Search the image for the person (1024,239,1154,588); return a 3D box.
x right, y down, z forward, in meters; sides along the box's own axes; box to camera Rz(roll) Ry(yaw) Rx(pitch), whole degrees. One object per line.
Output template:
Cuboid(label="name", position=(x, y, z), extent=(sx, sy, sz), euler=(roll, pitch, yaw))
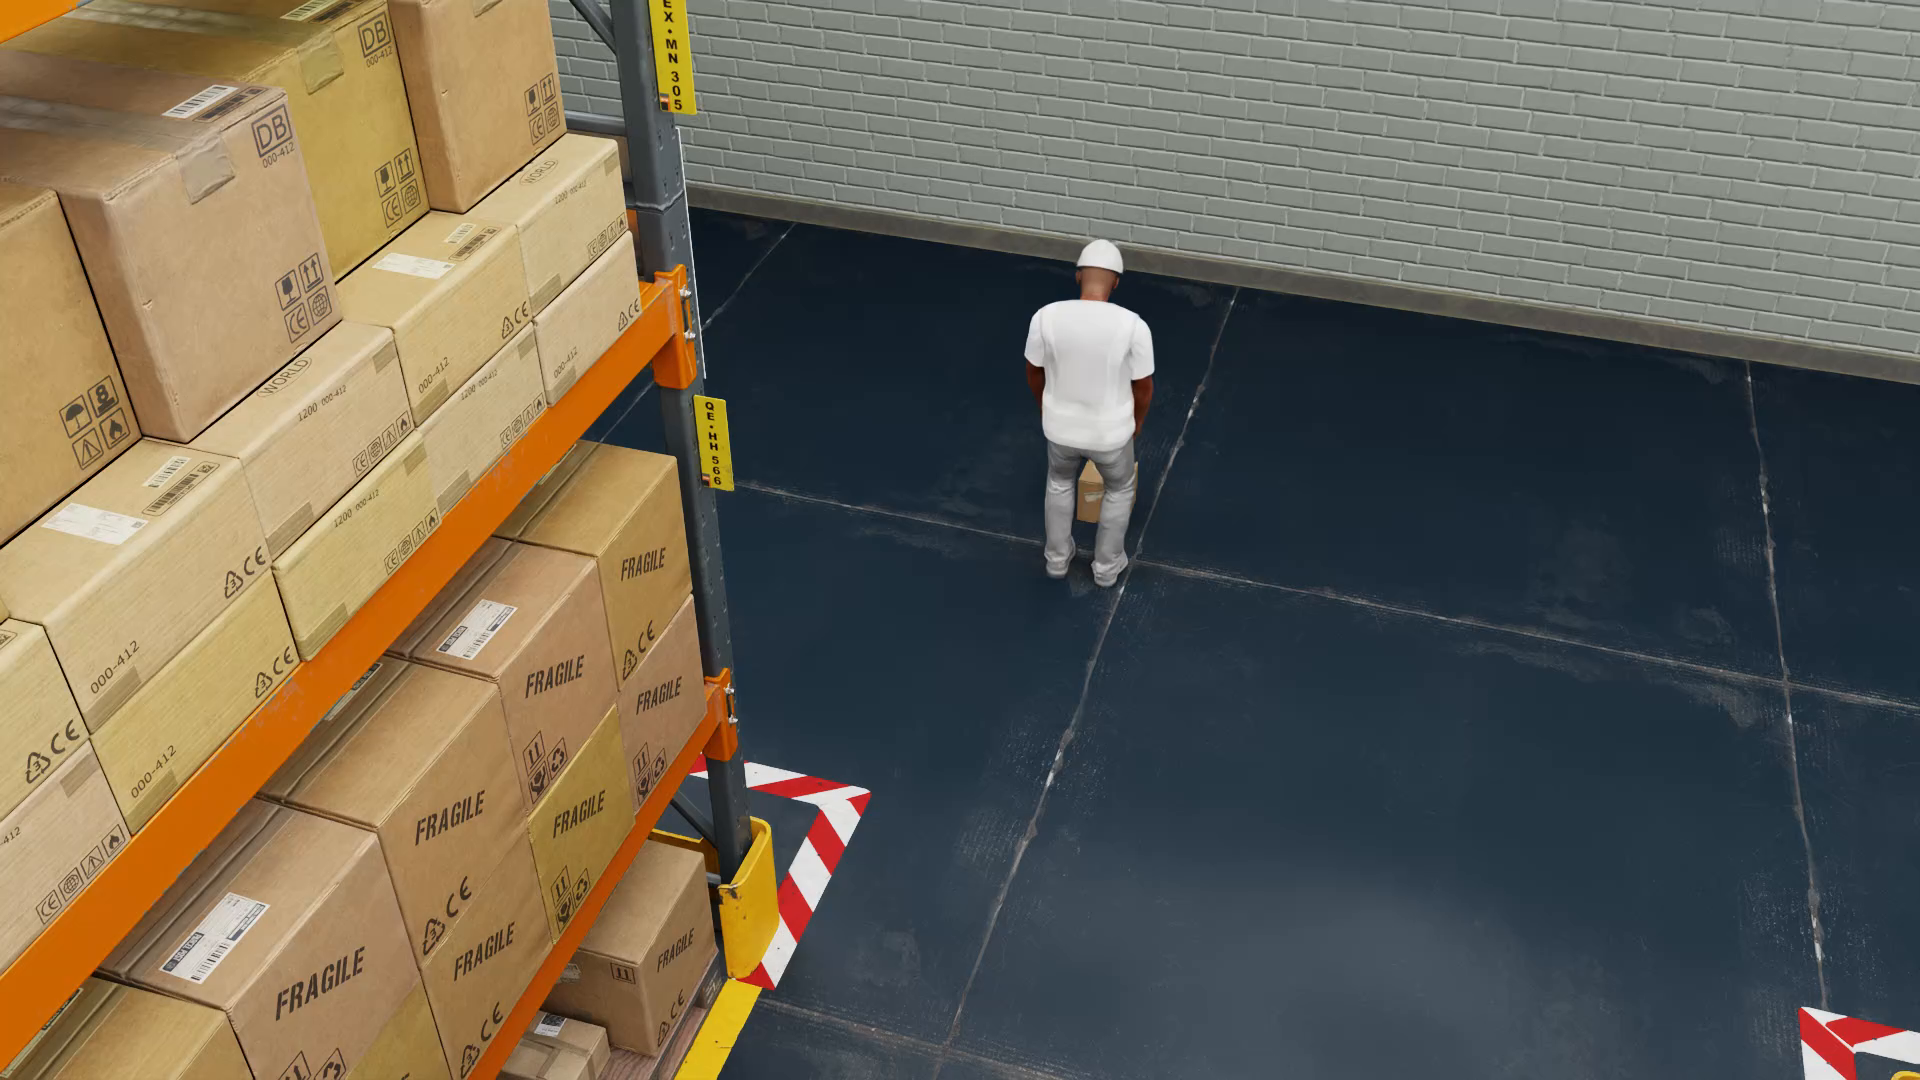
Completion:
Cuboid(label="person", position=(0.587, -0.563, 7.685), extent=(0.599, 1.696, 0.491), euler=(12, 38, 15))
